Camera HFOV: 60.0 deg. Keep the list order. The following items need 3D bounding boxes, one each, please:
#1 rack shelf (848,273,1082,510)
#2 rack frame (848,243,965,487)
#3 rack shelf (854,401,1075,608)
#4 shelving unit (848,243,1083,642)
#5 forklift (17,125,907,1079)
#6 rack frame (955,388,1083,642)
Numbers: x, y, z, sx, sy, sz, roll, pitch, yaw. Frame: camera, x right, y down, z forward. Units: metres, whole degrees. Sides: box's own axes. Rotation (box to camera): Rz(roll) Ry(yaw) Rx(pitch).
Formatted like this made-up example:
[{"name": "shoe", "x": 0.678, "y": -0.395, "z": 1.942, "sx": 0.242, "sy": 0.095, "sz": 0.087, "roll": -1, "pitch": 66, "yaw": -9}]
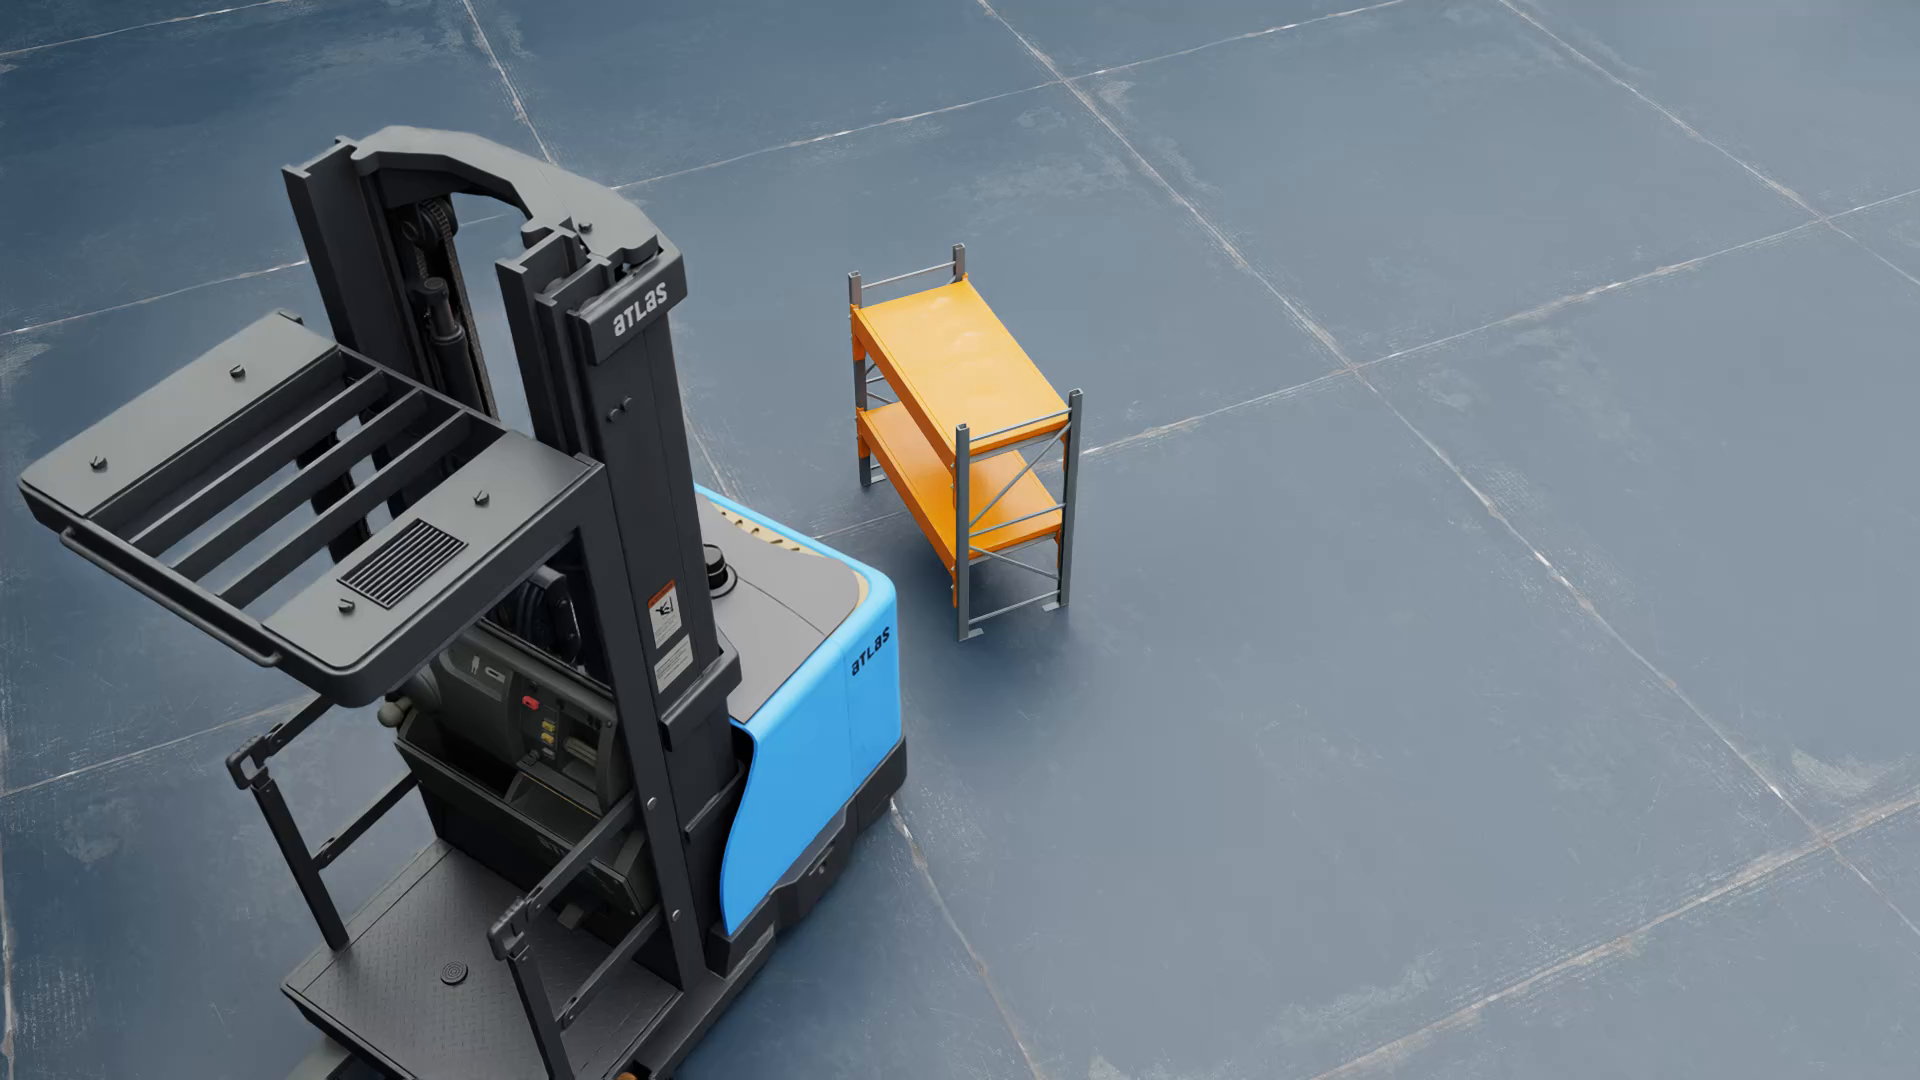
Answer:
[{"name": "rack shelf", "x": 0.003, "y": -0.604, "z": 6.514, "sx": 0.538, "sy": 0.278, "sz": 1.000, "roll": -18, "pitch": 47, "yaw": -17}, {"name": "rack frame", "x": -0.211, "y": -0.720, "z": 7.048, "sx": 0.500, "sy": 1.125, "sz": 0.032, "roll": -18, "pitch": 47, "yaw": -17}, {"name": "rack shelf", "x": 0.003, "y": -0.222, "z": 6.891, "sx": 0.538, "sy": 0.278, "sz": 1.000, "roll": -18, "pitch": 47, "yaw": -17}, {"name": "shelving unit", "x": 0.003, "y": -0.396, "z": 6.719, "sx": 0.538, "sy": 1.125, "sz": 1.048, "roll": -18, "pitch": 47, "yaw": -17}, {"name": "forklift", "x": -1.422, "y": 0.532, "z": 4.493, "sx": 1.130, "sy": 2.935, "sz": 3.031, "roll": 25, "pitch": 50, "yaw": 23}, {"name": "rack frame", "x": 0.217, "y": -0.072, "z": 6.391, "sx": 0.500, "sy": 1.125, "sz": 0.032, "roll": -18, "pitch": 47, "yaw": -17}]
